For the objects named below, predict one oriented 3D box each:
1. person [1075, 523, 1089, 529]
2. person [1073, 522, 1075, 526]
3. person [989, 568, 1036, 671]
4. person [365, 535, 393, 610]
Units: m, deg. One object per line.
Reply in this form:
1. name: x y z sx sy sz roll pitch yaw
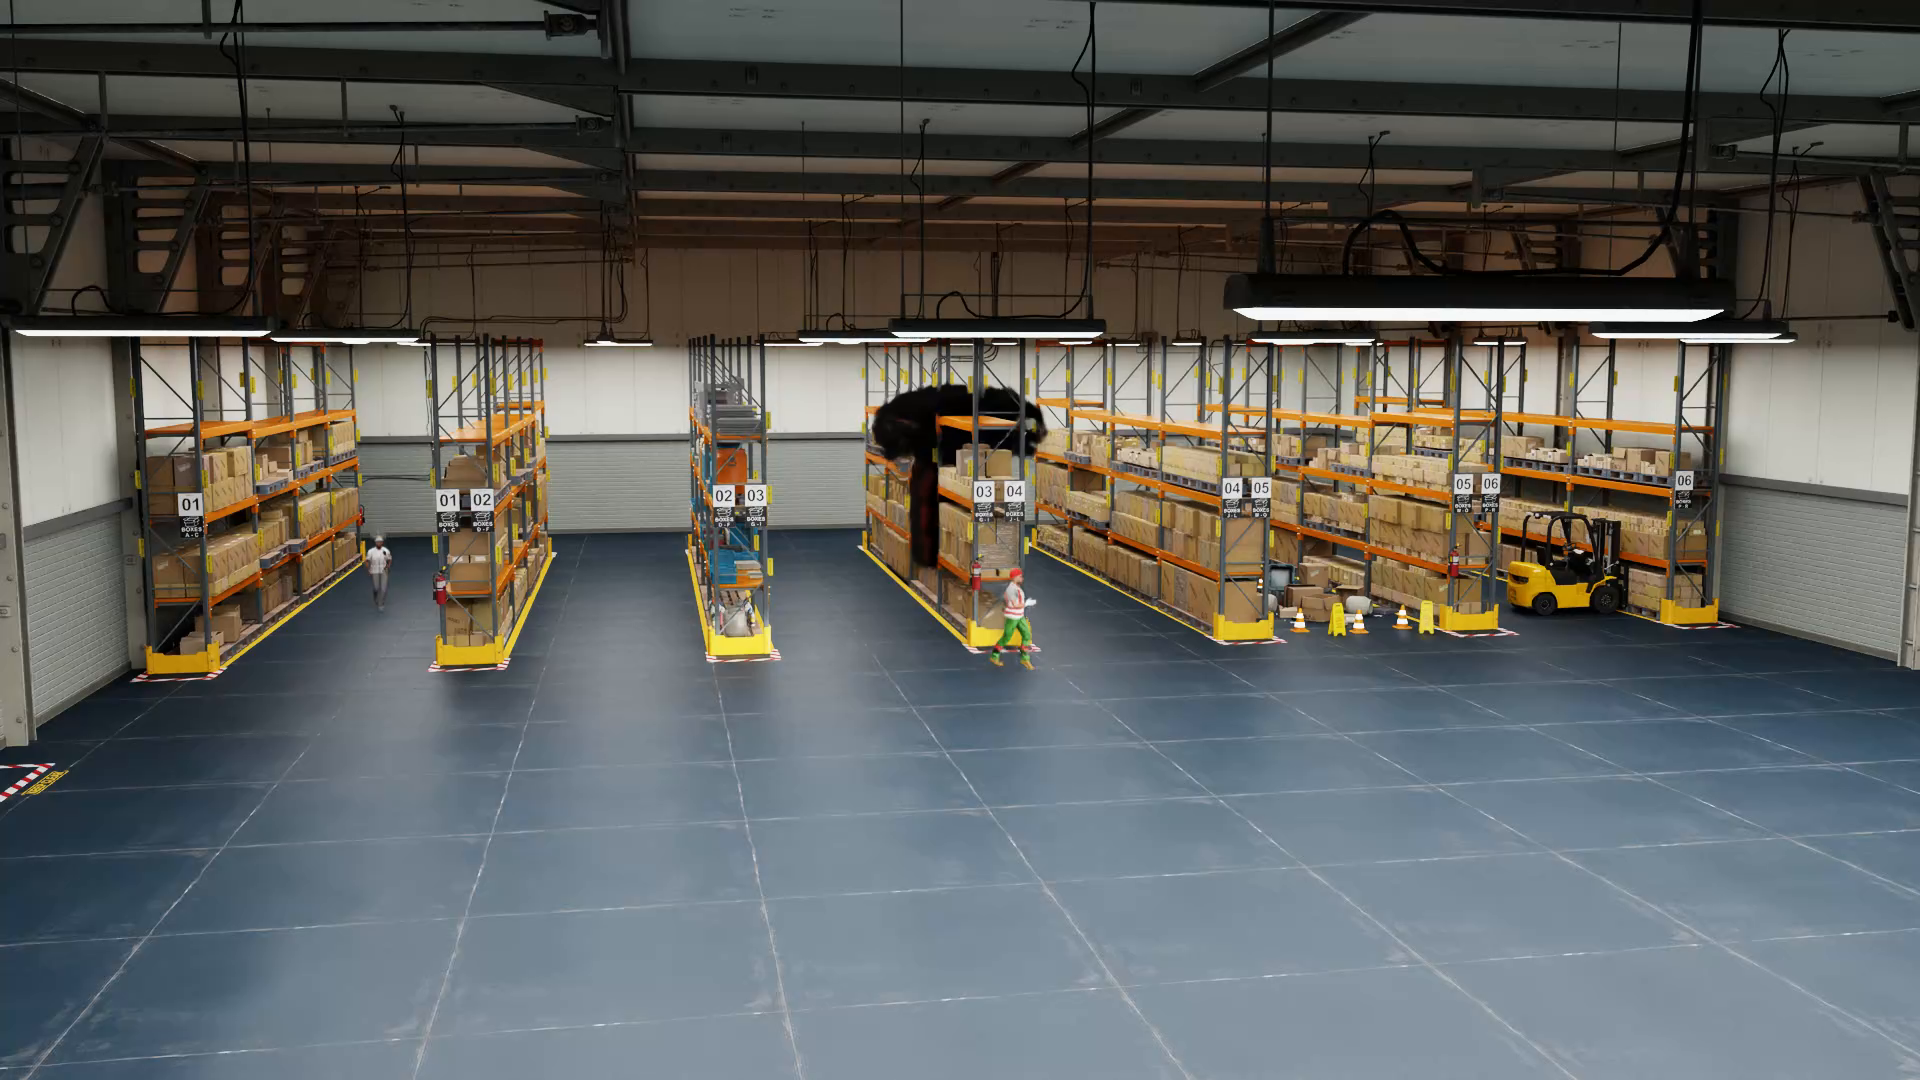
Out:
1. person: 3.637 -0.731 49.585 0.809 1.581 0.580 6 9 43
2. person: 3.522 -0.971 50.952 0.653 1.724 0.574 6 9 43
3. person: 0.959 1.418 29.765 0.886 1.840 0.646 2 7 20
4. person: -12.752 0.725 36.529 0.570 1.661 0.553 -3 7 -23
